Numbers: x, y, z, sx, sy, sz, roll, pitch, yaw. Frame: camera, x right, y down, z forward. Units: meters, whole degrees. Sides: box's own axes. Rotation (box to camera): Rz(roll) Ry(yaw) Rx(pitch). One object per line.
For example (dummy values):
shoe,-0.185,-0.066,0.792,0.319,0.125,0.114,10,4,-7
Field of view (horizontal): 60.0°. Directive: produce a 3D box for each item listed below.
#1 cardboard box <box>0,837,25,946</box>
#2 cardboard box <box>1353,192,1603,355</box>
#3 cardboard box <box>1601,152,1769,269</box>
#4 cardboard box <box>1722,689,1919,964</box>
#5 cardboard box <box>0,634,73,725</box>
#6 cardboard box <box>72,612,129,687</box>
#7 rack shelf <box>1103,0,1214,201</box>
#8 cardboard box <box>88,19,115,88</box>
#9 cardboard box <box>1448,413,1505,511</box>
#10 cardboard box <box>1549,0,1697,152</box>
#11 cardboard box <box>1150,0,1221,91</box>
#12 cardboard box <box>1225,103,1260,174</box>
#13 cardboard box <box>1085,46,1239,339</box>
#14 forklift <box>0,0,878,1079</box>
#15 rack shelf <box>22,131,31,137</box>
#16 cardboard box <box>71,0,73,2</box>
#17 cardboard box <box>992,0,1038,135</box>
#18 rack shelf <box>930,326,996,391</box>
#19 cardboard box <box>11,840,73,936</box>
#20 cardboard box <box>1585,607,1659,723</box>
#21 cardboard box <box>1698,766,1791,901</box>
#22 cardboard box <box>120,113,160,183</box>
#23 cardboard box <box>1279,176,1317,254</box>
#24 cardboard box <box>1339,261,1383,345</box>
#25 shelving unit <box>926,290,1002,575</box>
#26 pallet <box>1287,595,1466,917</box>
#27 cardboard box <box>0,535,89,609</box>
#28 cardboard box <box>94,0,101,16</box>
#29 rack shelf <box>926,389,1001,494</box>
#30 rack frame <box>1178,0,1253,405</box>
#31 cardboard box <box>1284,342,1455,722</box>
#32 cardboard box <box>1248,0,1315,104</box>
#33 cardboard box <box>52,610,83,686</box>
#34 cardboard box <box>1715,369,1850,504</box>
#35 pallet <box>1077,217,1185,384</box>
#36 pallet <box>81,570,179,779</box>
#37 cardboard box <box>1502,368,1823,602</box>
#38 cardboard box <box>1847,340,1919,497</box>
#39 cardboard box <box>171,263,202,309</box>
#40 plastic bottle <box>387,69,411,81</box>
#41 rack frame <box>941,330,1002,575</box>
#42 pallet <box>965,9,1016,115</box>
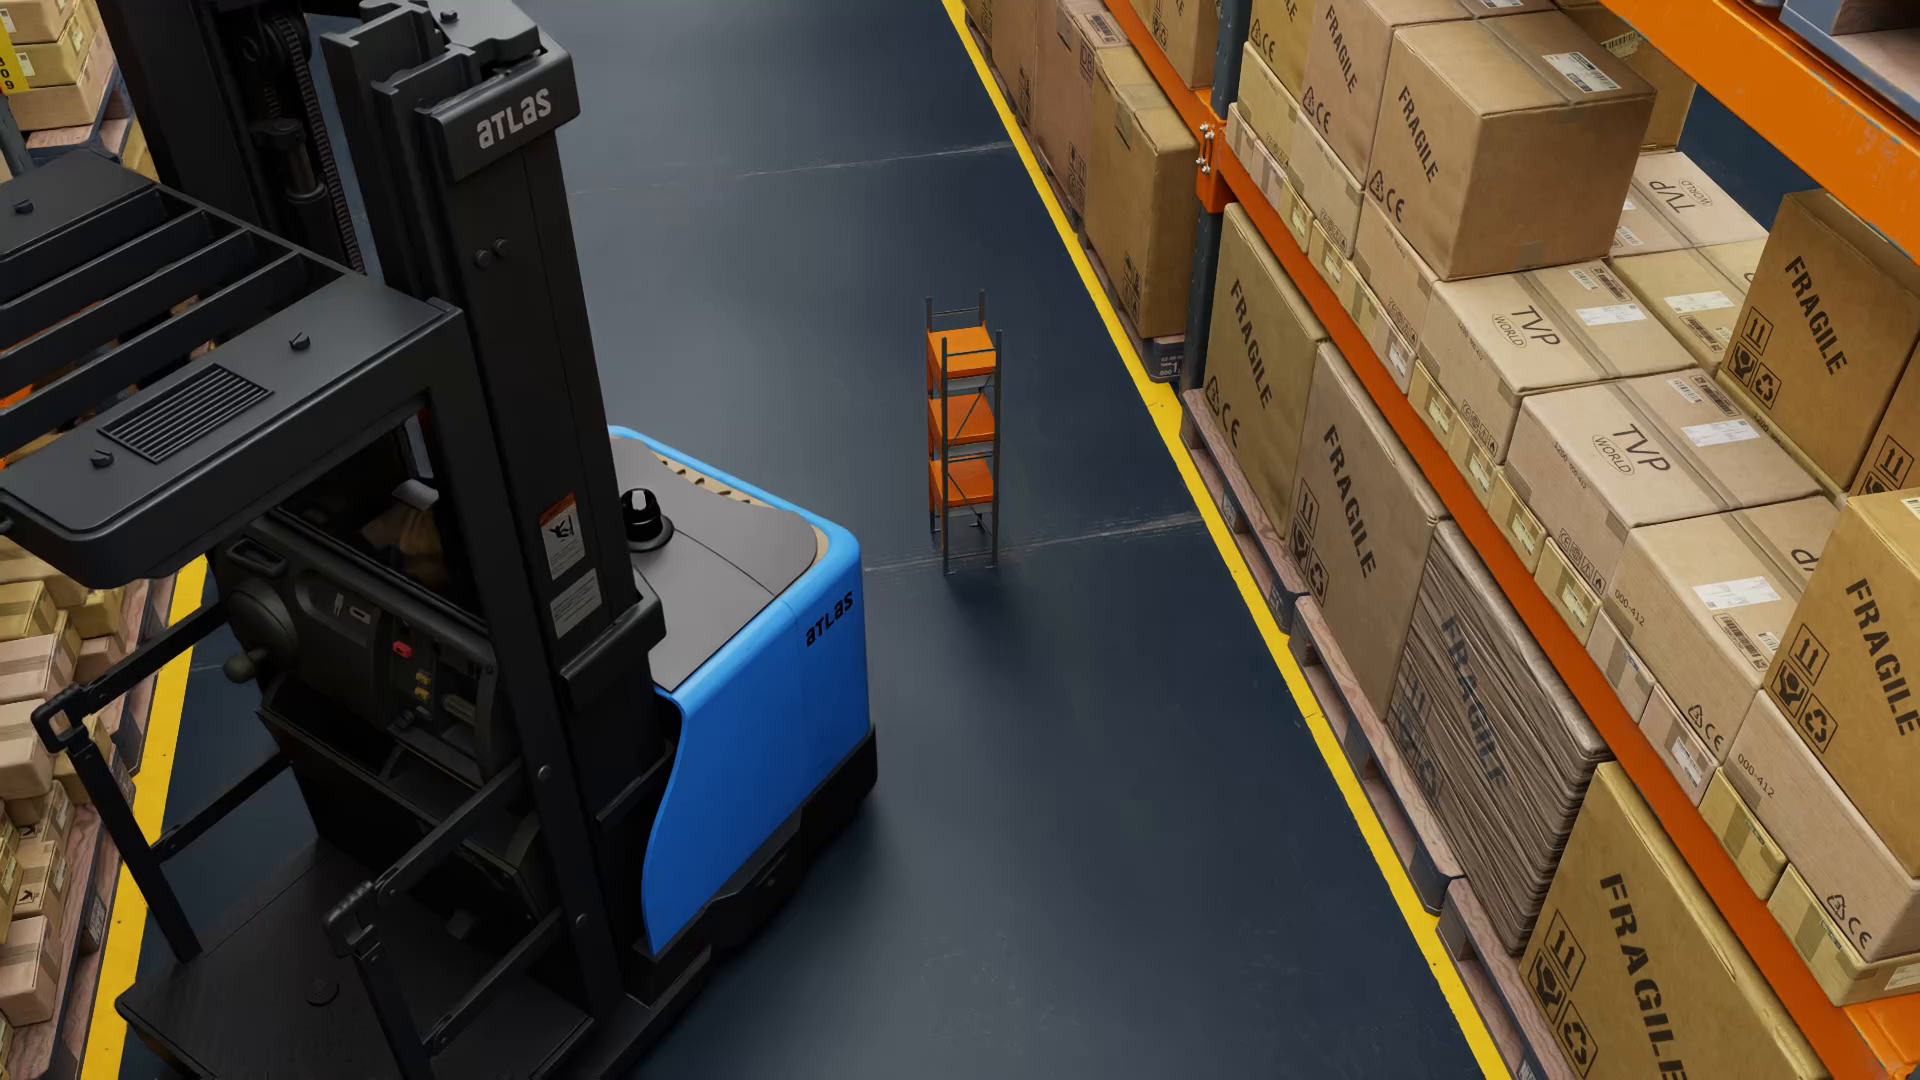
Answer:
cardboard box,-2.679,0.941,4.314,0.380,0.149,0.250,-8,42,-9
cardboard box,1.473,-0.800,4.781,0.500,0.250,0.500,-7,42,-8
cardboard box,1.983,-0.886,4.877,0.500,0.250,0.500,-8,42,-8
cardboard box,1.907,0.516,3.298,0.500,0.250,0.500,-9,42,-10
cardboard box,-2.844,0.442,4.876,0.380,0.149,0.250,-10,43,-11
cardboard box,-2.946,0.357,5.420,0.380,0.149,0.250,-10,43,-11
rack shelf,0.976,-2.773,7.656,1.077,0.370,4.000,-8,42,-9
cardboard box,-3.159,-1.663,5.737,0.380,0.149,0.250,-8,42,-9
cardboard box,1.543,-0.233,4.442,0.380,0.149,0.250,-8,42,-8
cardboard box,1.872,-1.496,5.000,0.500,0.500,0.500,-8,42,-9
cardboard box,1.040,-2.047,6.221,0.500,0.500,0.500,-8,42,-9
cardboard box,1.146,-1.412,5.770,0.380,0.149,0.250,-8,42,-9
cardboard box,1.250,-1.520,6.987,1.225,0.875,0.875,-8,42,-9
forklift,-1.506,0.323,3.678,1.130,2.935,3.031,24,47,25
rack shelf,-3.889,-2.201,6.864,0.919,0.124,3.809,-8,42,-9
cardboard box,-3.160,-1.887,5.541,0.380,0.149,0.250,-7,42,-8
cardboard box,0.857,-2.671,8.284,1.225,0.875,0.875,-8,42,-9
rack shelf,0.012,-0.613,5.636,0.184,0.087,0.229,-8,42,-9
cardboard box,-2.742,1.016,4.678,0.380,0.149,0.250,-8,42,-9
cardboard box,1.708,0.264,3.882,0.380,0.149,0.250,-8,42,-9
cardboard box,1.814,0.590,3.516,0.380,0.149,0.250,-8,42,-9
cardboard box,-3.477,-1.464,6.642,0.500,0.250,0.500,-7,42,-8
cardboard box,1.261,-1.071,5.386,0.380,0.149,0.250,-7,42,-8
cardboard box,1.374,-0.735,5.008,0.380,0.149,0.250,-9,42,-10
shelving unit,0.012,-0.358,5.862,0.215,1.050,0.252,-8,42,-9
pallet,1.762,0.594,5.422,1.003,0.211,1.213,-8,42,-9
cardboard box,-2.972,0.100,5.261,0.380,0.149,0.250,-9,42,-10
cardboard box,-3.208,-1.931,5.814,0.380,0.149,0.250,-7,42,-8
rack shelf,0.012,-0.350,5.869,0.215,0.259,0.240,-8,42,-9
rack frame,1.407,-1.745,5.957,1.000,3.000,0.127,-8,42,-9
cardboard box,1.666,-0.085,5.371,0.875,0.875,0.875,-8,42,-9
cardboard box,1.261,-1.734,5.268,0.500,0.500,0.500,-8,42,-9
cardboard box,-2.975,0.378,5.172,0.380,0.149,0.250,-8,42,-9
cardboard box,2.207,-0.220,4.127,0.500,0.250,0.500,-10,43,-11
pallet,1.167,-1.192,7.434,1.003,0.211,1.213,-8,42,-9
pallet,-3.278,0.373,5.671,1.003,0.211,1.213,-8,42,-9
cardboard box,1.688,-0.143,4.040,0.500,0.250,0.500,-10,43,-11
cardboard box,2.323,-0.162,3.497,0.500,0.500,0.500,-9,42,-10
cardboard box,-3.474,-1.182,6.889,0.500,0.500,0.500,-7,42,-7
plastic bottle,2.371,-1.997,5.379,8.749,1.543,3.845,-8,42,-9
rack frame,0.038,-0.279,5.773,0.200,1.050,0.008,-8,42,-9
pallet,0.640,-2.773,9.215,1.003,0.211,1.213,-8,42,-9
